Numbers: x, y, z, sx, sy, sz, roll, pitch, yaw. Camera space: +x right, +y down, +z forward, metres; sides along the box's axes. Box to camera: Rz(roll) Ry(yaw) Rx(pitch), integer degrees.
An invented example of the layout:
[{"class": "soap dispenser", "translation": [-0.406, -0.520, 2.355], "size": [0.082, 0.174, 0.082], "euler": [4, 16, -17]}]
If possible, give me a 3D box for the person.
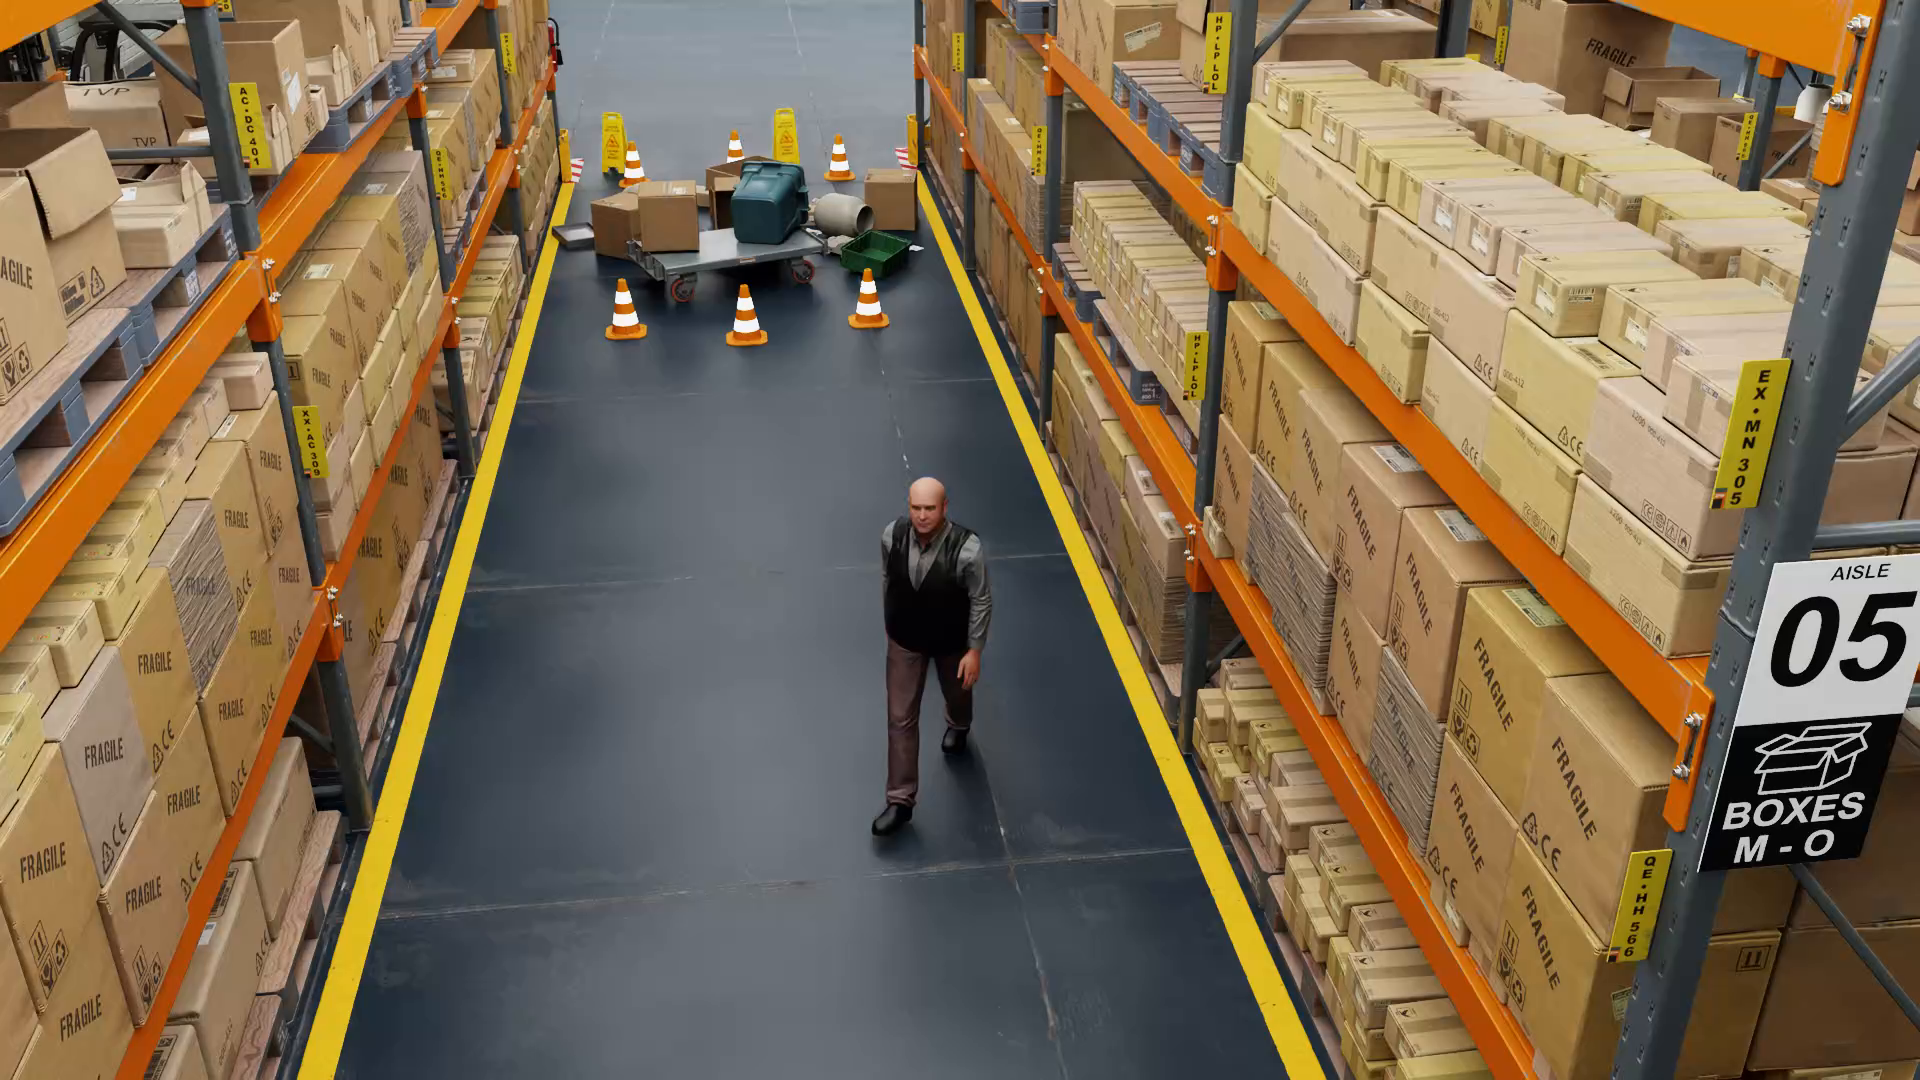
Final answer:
[{"class": "person", "translation": [-0.123, 0.463, 7.746], "size": [0.565, 1.661, 1.056], "euler": [6, 28, 11]}]
